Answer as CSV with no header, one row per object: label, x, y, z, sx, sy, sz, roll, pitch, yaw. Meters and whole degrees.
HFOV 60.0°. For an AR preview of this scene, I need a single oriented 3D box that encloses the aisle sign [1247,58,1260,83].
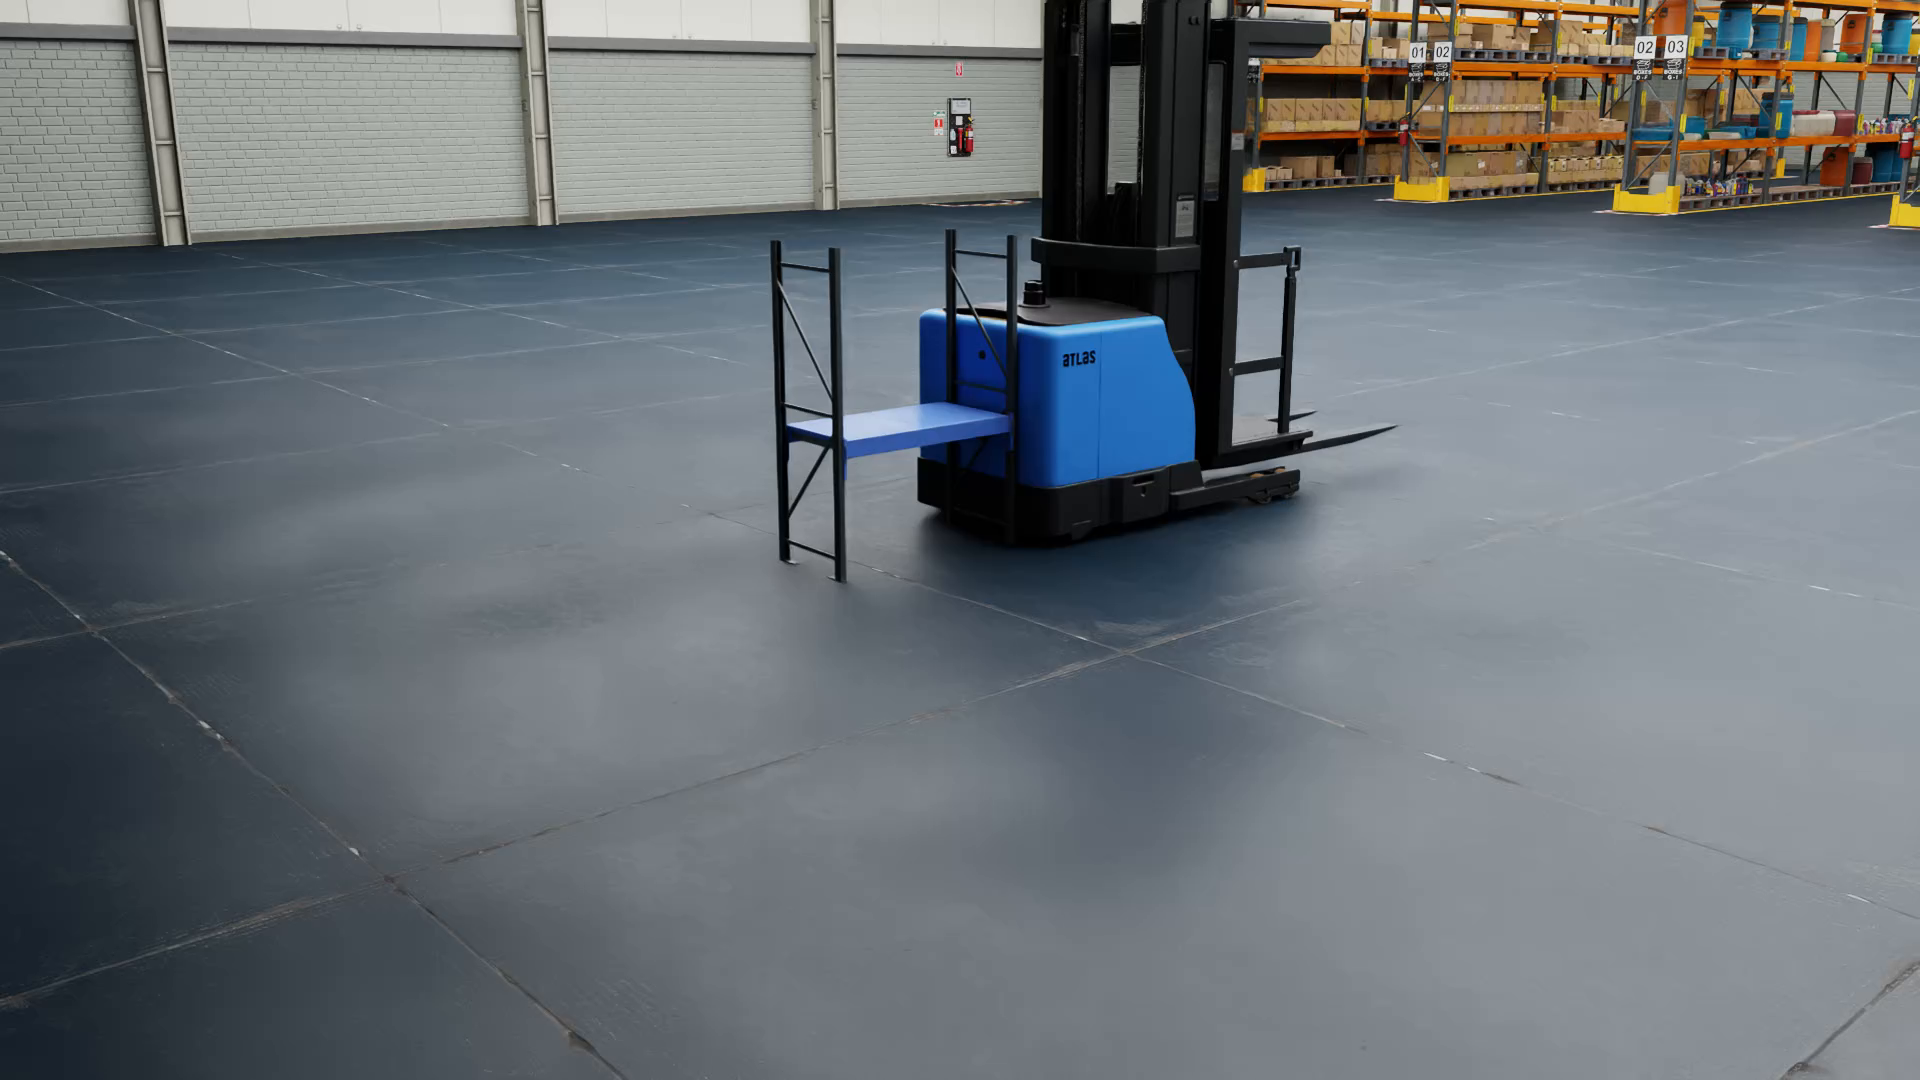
aisle sign,6.650,-10.792,37.804,0.004,0.787,0.394,-13,19,-39

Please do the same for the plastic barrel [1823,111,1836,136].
plastic barrel,18.409,-8.872,35.435,0.421,0.512,0.421,0,15,0

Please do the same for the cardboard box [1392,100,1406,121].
cardboard box,10.833,-10.836,41.959,0.500,0.500,0.700,-10,18,-32

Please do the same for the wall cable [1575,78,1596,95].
wall cable,18.922,-13.209,49.922,1.851,1.984,0.084,-13,19,-39

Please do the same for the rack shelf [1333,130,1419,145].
rack shelf,11.033,-10.276,42.302,4.000,0.370,1.077,-13,19,-39

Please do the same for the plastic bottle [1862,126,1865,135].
plastic bottle,19.763,-8.979,36.437,0.097,0.201,0.097,0,15,0

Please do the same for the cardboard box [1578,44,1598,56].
cardboard box,14.262,-11.213,38.079,0.500,0.250,0.500,14,20,42

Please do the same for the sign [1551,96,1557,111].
sign,13.144,-9.670,36.807,0.005,0.325,0.100,-13,19,-39

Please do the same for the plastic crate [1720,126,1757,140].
plastic crate,15.371,-8.044,32.840,0.616,0.251,0.499,-13,19,-39

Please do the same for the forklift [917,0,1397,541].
forklift,1.236,-1.704,8.949,3.031,2.935,1.130,-12,19,-38

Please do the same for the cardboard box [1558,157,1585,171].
cardboard box,14.025,-8.660,38.284,0.500,0.311,0.500,-14,20,-41

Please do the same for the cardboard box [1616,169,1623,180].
cardboard box,15.560,-8.736,39.659,0.500,0.250,0.500,-12,19,-38

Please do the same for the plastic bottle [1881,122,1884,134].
plastic bottle,20.561,-9.192,37.099,0.097,0.271,0.097,0,15,0

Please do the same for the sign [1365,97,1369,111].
sign,9.886,-10.599,40.439,0.005,0.325,0.100,-13,19,-39

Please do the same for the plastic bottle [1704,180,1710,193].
plastic bottle,15.116,-7.146,33.626,0.097,0.271,0.097,0,15,0

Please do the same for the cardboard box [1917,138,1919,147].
cardboard box,16.341,-6.681,27.937,0.250,0.149,0.380,-13,19,-39

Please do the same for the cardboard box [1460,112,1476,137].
cardboard box,10.515,-8.858,35.406,0.500,0.500,0.700,-12,19,-38

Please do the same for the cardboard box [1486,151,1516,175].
cardboard box,11.813,-8.269,36.455,0.500,0.500,0.500,-13,19,-39

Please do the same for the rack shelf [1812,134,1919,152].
rack shelf,20.554,-9.025,37.618,4.000,0.370,1.077,-13,19,-39

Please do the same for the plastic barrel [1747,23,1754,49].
plastic barrel,15.574,-10.027,33.135,0.421,0.512,0.421,0,15,0

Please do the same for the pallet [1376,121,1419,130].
pallet,11.075,-10.526,42.217,1.213,0.211,1.003,-13,19,-39

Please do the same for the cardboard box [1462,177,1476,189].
cardboard box,10.687,-7.651,35.594,0.500,0.250,0.500,-13,19,-39

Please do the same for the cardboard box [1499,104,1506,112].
cardboard box,11.557,-9.335,35.933,0.250,0.149,0.380,-12,19,-38

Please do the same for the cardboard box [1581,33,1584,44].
cardboard box,17.034,-13.869,46.378,0.500,0.500,0.500,-12,19,-39

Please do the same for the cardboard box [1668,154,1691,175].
cardboard box,17.873,-9.375,41.525,0.500,0.500,0.500,-12,19,-39

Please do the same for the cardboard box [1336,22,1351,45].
cardboard box,8.916,-12.042,39.537,0.500,0.500,0.500,-11,19,-36

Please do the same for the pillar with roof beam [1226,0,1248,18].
pillar with roof beam,9.293,-11.954,35.567,0.400,9.000,9.100,-13,19,-39

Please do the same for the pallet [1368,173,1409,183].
pallet,11.032,-9.277,42.573,1.213,0.211,1.003,-13,19,-39

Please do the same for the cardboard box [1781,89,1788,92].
cardboard box,21.676,-11.756,44.319,0.500,0.500,0.500,-13,20,-40

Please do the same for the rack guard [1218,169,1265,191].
rack guard,6.564,-8.412,38.775,0.348,0.500,1.175,-13,19,-39

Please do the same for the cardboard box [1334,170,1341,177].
cardboard box,9.140,-9.032,40.889,0.380,0.166,0.250,13,20,40

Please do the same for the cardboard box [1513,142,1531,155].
cardboard box,15.154,-10.669,45.731,0.750,0.750,0.750,-12,19,-39

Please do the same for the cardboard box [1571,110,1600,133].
cardboard box,14.541,-9.759,38.781,0.500,0.500,0.500,-14,20,-42

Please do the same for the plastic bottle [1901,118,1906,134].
plastic bottle,21.445,-9.437,37.862,0.185,0.351,0.144,-13,19,-39

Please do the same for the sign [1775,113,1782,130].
sign,16.381,-8.381,33.277,0.005,0.325,0.100,-13,19,-39

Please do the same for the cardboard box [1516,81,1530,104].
cardboard box,12.068,-9.834,36.545,0.500,0.500,0.700,-13,20,-39

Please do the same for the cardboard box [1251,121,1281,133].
cardboard box,7.083,-9.565,38.499,0.500,0.250,0.500,-13,20,-41

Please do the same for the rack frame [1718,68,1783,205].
rack frame,16.028,-8.356,33.720,0.127,3.000,1.000,-13,19,-39

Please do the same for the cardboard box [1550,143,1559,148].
cardboard box,16.569,-11.078,46.683,0.250,0.149,0.380,-12,19,-38

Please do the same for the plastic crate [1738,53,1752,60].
plastic crate,15.082,-9.327,32.055,0.396,0.136,0.243,-13,19,-39

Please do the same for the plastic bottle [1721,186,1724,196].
plastic bottle,14.991,-6.877,32.754,0.097,0.201,0.097,0,15,0

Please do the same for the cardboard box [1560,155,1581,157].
cardboard box,14.432,-8.936,39.319,0.500,0.311,0.500,-13,20,-41

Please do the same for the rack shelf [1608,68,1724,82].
rack shelf,17.305,-11.439,40.844,4.000,0.370,1.077,-13,19,-39

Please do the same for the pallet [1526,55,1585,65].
pallet,13.436,-10.830,37.539,1.217,0.209,0.805,-14,20,-42

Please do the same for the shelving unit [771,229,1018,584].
shelving unit,-0.292,-0.663,7.826,1.048,1.500,0.538,-12,19,-38

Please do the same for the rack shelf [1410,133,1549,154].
rack shelf,11.270,-8.635,36.157,4.000,0.370,1.077,-13,19,-39

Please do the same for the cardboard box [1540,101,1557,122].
cardboard box,15.979,-11.874,46.308,0.700,0.700,0.980,-12,19,-39

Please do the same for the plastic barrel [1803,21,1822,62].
plastic barrel,17.790,-10.483,35.037,0.708,0.830,0.600,-13,19,-39

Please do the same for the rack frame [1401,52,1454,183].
rack frame,9.761,-8.643,34.796,0.127,3.000,1.000,-13,19,-39

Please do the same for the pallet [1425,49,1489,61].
pallet,10.312,-10.165,34.850,1.213,0.211,1.003,-13,19,-39

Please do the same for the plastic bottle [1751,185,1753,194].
plastic bottle,15.959,-7.095,33.568,0.097,0.201,0.097,0,15,0

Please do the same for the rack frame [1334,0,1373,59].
rack frame,9.524,-13.183,40.167,0.127,3.000,1.000,-13,19,-39

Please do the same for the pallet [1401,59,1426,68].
pallet,10.840,-11.903,41.552,1.003,0.211,1.213,-13,19,-39

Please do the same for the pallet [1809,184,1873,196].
pallet,19.613,-7.828,37.147,1.213,0.211,1.003,-13,19,-39

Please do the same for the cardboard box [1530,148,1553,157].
cardboard box,16.191,-10.742,46.682,0.500,0.500,0.700,-12,19,-39
